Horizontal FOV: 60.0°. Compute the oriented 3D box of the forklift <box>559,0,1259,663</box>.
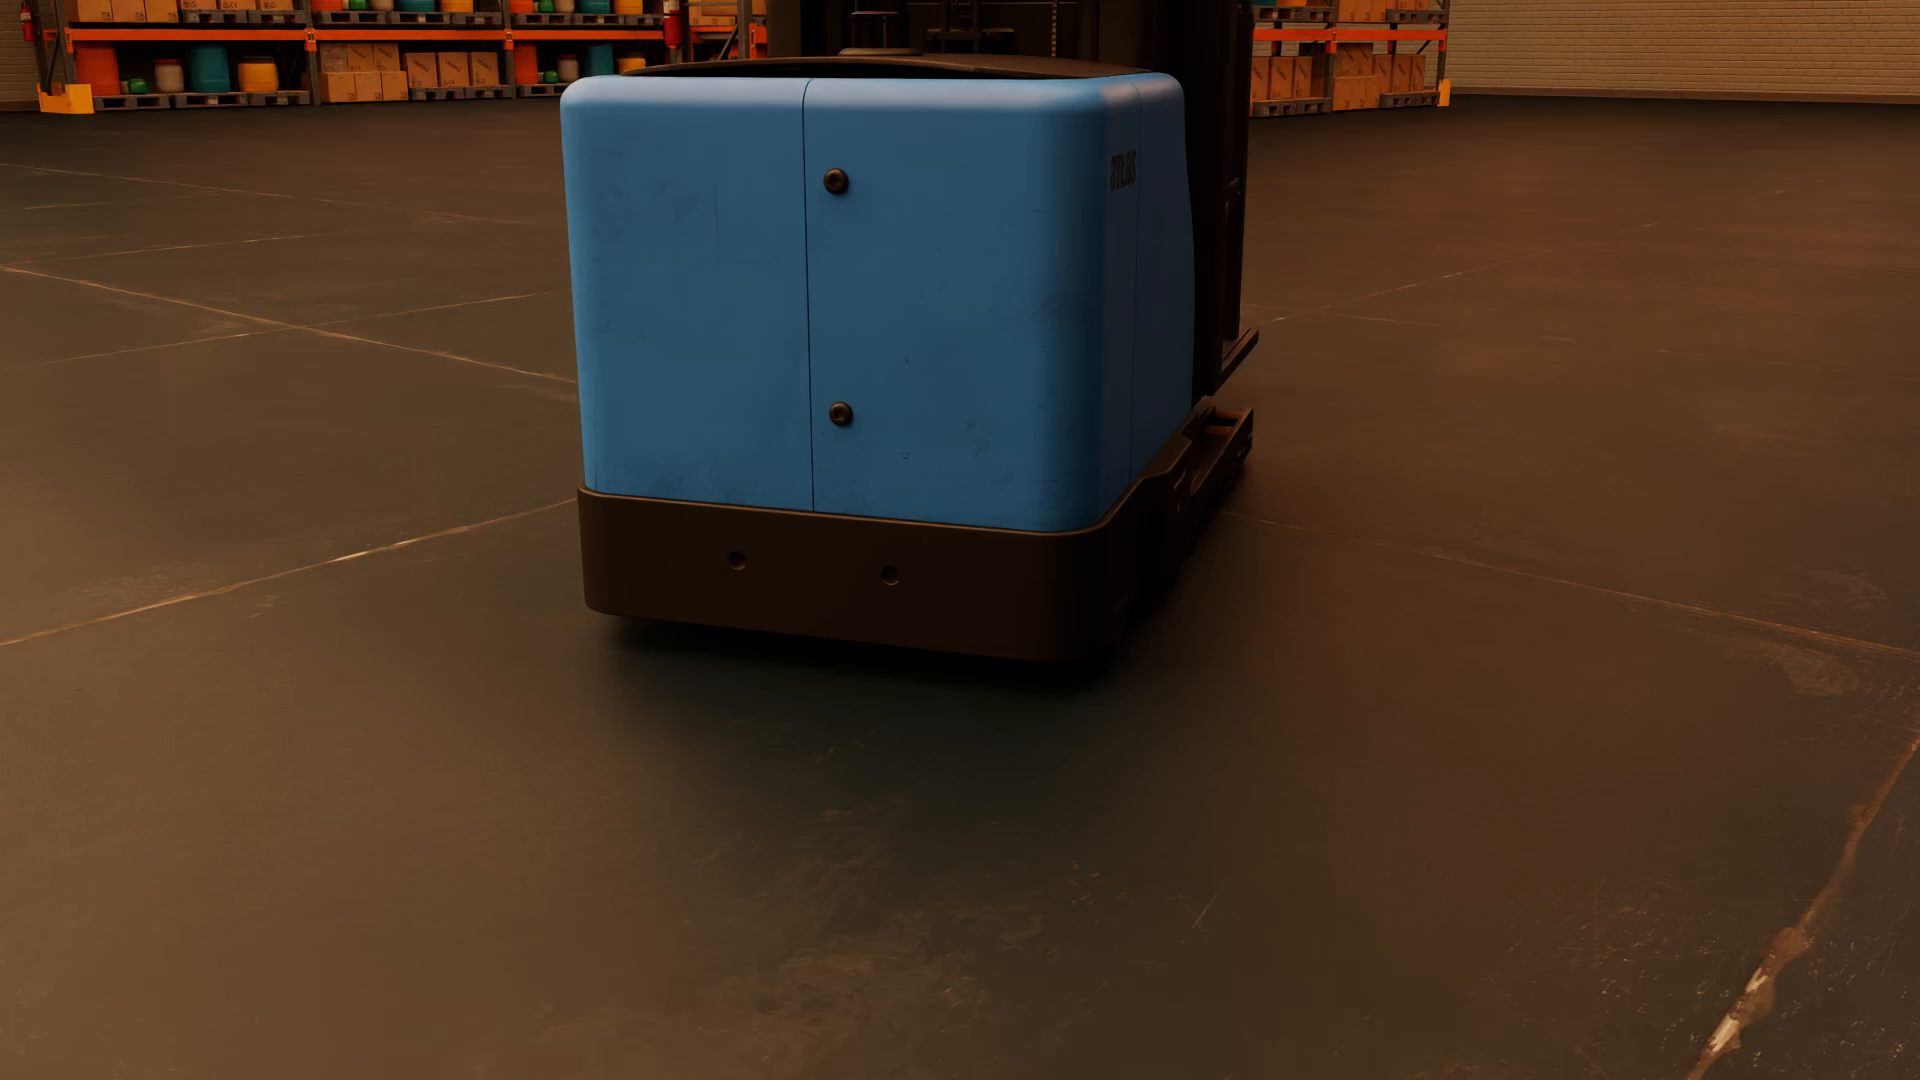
[{"bbox_3d":[0.182,-1.571,4.072,1.130,2.935,3.031,5,18,17],"label":"forklift"}]
